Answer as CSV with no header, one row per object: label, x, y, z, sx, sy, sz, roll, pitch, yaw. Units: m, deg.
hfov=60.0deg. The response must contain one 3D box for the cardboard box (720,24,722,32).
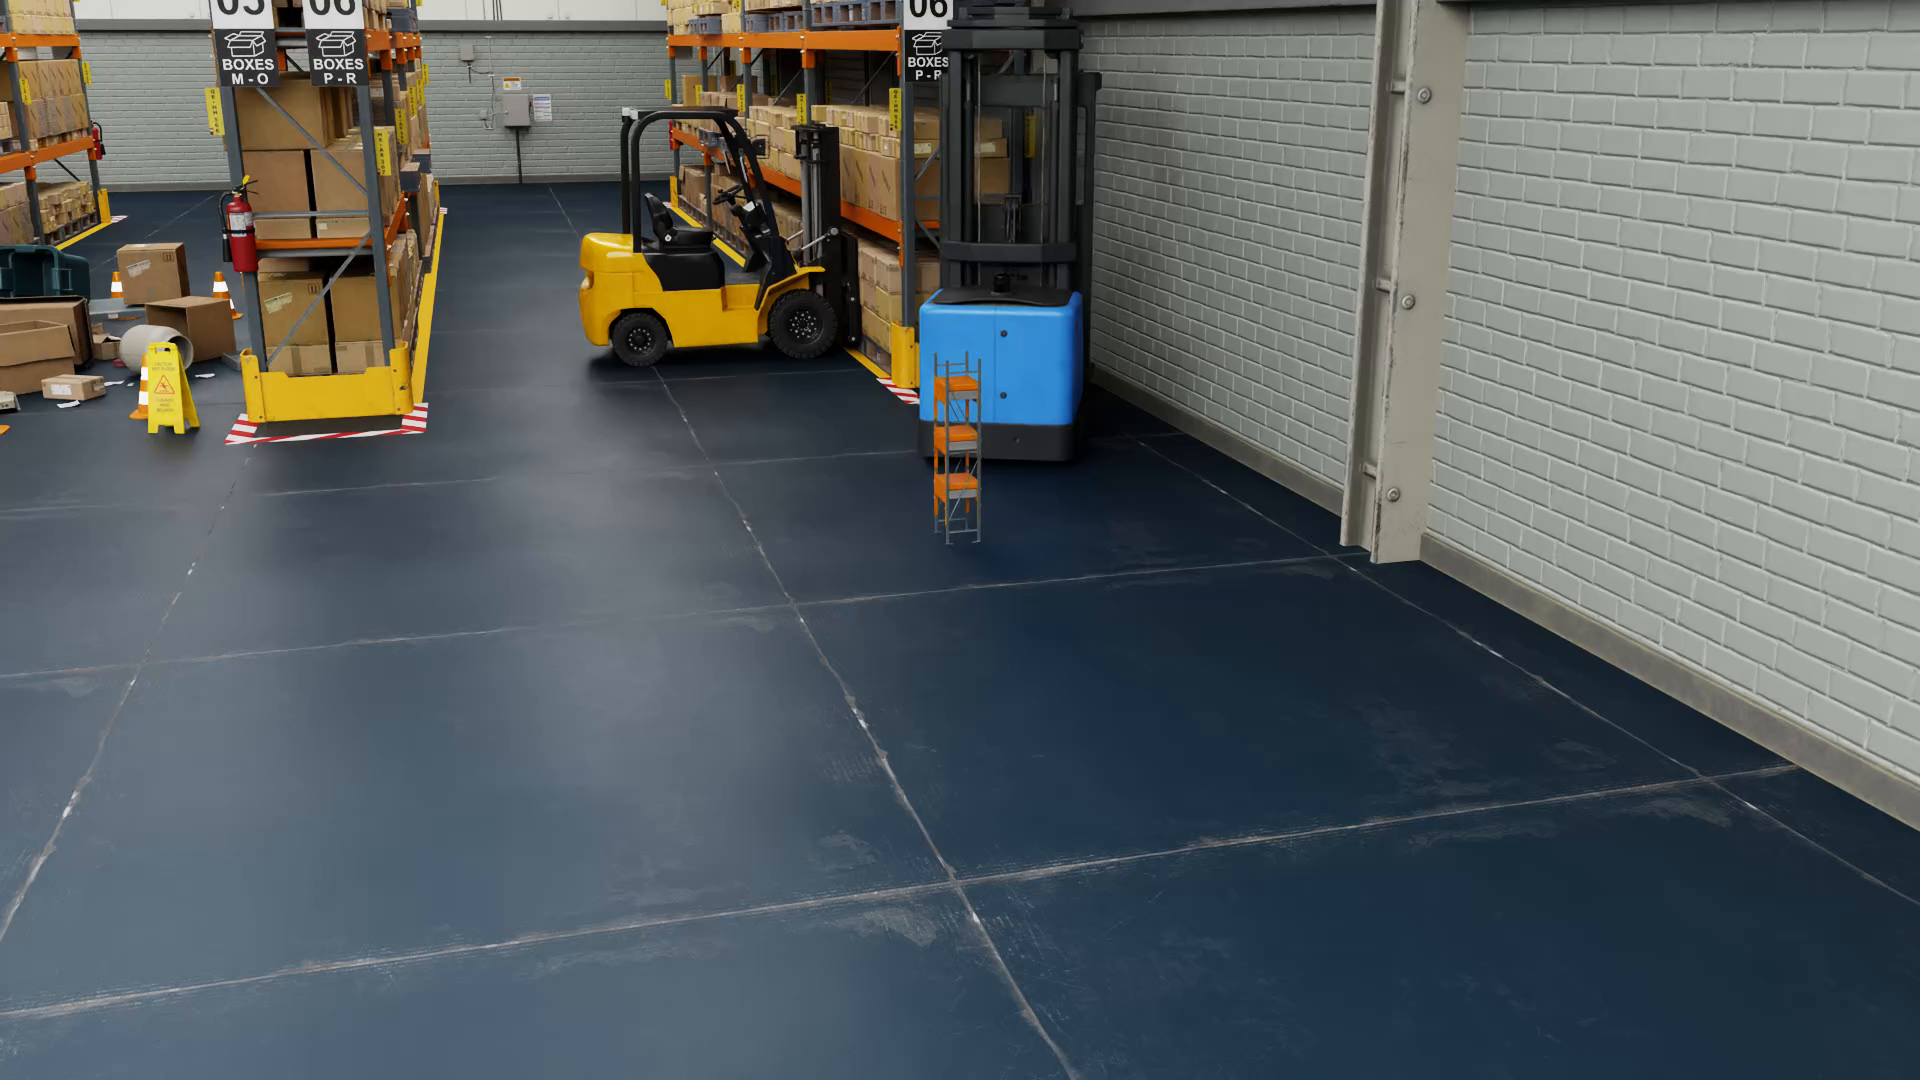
cardboard box,-3.661,-7.482,24.370,0.380,0.149,0.250,-5,17,-16

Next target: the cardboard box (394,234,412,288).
cardboard box,-5.431,-2.585,15.588,0.500,0.500,0.500,-5,17,-16

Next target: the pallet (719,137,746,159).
pallet,-2.433,-5.074,21.462,1.213,0.211,1.003,-5,17,-15

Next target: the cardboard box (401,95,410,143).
cardboard box,-6.117,-4.445,17.615,0.500,0.500,0.500,-5,18,-18

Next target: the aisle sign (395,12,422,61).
aisle sign,-8.871,-8.092,26.659,0.394,0.787,0.004,-5,17,-15

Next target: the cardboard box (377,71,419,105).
cardboard box,-7.948,-6.374,23.546,0.500,0.500,0.500,-5,17,-15

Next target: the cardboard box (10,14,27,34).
cardboard box,-12.655,-6.791,21.892,0.500,0.250,0.500,-4,17,-12

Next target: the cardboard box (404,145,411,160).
cardboard box,-6.031,-4.105,17.611,0.380,0.149,0.250,-4,17,-13

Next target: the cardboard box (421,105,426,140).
cardboard box,-8.192,-6.172,24.613,0.500,0.500,0.500,-5,17,-15

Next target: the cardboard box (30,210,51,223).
cardboard box,-12.573,-4.381,22.531,0.380,0.149,0.250,-4,17,-13

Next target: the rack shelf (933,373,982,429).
rack shelf,-0.015,-0.779,9.272,0.215,0.259,0.240,-5,17,-15

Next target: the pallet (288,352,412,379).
pallet,-4.962,-1.290,13.380,1.003,0.211,1.213,-5,17,-15

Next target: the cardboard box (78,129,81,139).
cardboard box,-13.487,-6.124,25.061,0.380,0.149,0.250,-5,17,-15

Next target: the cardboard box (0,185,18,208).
cardboard box,-12.205,-4.311,20.901,0.500,0.250,0.500,-4,17,-13

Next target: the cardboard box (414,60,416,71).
cardboard box,-8.138,-6.928,24.263,0.380,0.149,0.250,-5,17,-17

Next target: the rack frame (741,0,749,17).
rack frame,-2.179,-7.857,19.965,1.000,3.000,0.127,-5,17,-15

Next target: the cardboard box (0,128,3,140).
cardboard box,-12.343,-5.123,20.999,0.380,0.149,0.250,-5,17,-15

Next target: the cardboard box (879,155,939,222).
cardboard box,-0.368,-2.934,13.831,0.500,0.500,0.500,-5,17,-16

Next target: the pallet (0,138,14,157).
pallet,-12.711,-4.962,21.092,1.003,0.211,1.213,-5,17,-15

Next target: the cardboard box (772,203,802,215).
cardboard box,-1.834,-3.694,19.932,0.875,0.625,0.625,-4,17,-13

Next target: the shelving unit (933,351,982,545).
shelving unit,-0.015,-0.518,9.350,0.215,1.050,0.252,-5,17,-15

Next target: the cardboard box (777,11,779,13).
cardboard box,-2.102,-6.730,20.995,0.380,0.149,0.250,-5,17,-16

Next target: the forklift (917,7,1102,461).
forklift,0.431,-2.301,12.016,1.130,2.935,3.031,2,17,8

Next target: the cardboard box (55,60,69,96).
cardboard box,-13.225,-6.663,23.989,0.500,0.500,0.500,-4,17,-12

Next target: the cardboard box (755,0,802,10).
cardboard box,-1.979,-6.366,19.138,0.700,0.500,0.500,-5,17,-16

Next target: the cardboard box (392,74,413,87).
cardboard box,-7.259,-5.693,21.279,0.500,0.500,0.500,-4,17,-14

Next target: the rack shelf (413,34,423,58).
rack shelf,-8.599,-7.342,24.716,1.077,0.370,4.000,-5,17,-15

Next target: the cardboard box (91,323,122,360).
cardboard box,-7.691,-1.779,14.913,0.396,0.266,0.258,11,20,32

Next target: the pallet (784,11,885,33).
pallet,-1.335,-5.465,17.550,0.805,0.209,1.217,-5,18,-17

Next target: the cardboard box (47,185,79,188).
cardboard box,-13.274,-5.166,24.626,0.380,0.149,0.250,-5,18,-17

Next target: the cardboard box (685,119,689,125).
cardboard box,-4.070,-6.701,26.290,0.500,0.250,0.500,-5,17,-17

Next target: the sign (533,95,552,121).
sign,-8.243,-8.537,32.825,0.329,0.494,0.001,-5,17,-15

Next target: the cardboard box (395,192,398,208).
cardboard box,-5.187,-3.018,14.721,0.380,0.149,0.250,-5,17,-16

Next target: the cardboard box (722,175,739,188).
cardboard box,-3.204,-5.144,23.849,0.380,0.149,0.250,-6,18,-18

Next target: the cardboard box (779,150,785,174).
cardboard box,-1.720,-4.202,18.489,0.500,0.250,0.500,-5,17,-15

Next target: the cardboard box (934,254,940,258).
cardboard box,0.069,-2.282,14.145,0.500,0.250,0.500,-5,17,-16

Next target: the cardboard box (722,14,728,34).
cardboard box,-2.830,-6.748,21.751,0.500,0.250,0.500,-5,17,-15

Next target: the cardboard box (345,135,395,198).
cardboard box,-5.050,-3.144,14.015,0.500,0.500,0.500,-5,17,-16

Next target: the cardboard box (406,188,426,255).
cardboard box,-7.060,-3.971,20.422,0.875,0.875,0.875,-5,17,-16

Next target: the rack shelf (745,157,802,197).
rack shelf,-1.629,-4.086,19.090,1.077,0.370,4.000,-5,17,-15

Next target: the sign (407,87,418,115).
sign,-6.431,-5.152,19.515,0.100,0.325,0.005,-5,17,-15

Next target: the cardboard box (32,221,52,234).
cardboard box,-12.573,-4.239,22.576,0.380,0.149,0.250,-5,18,-18

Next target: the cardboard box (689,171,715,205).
cardboard box,-4.054,-5.630,26.596,0.500,0.500,0.500,-4,17,-14

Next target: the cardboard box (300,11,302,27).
cardboard box,-5.578,-4.267,13.666,0.380,0.149,0.250,-5,17,-15

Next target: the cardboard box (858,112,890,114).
cardboard box,-0.709,-3.778,14.996,0.380,0.149,0.250,-4,17,-14

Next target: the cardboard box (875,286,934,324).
cardboard box,-0.415,-2.004,14.091,0.500,0.250,0.500,-5,17,-16

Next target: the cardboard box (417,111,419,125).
cardboard box,-7.550,-5.624,22.351,0.500,0.250,0.500,-4,17,-14

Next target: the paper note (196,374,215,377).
paper note,-6.368,-1.394,14.040,0.142,0.019,0.148,-12,20,-34

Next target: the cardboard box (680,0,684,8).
cardboard box,-4.074,-8.380,25.797,0.500,0.250,0.500,-4,17,-14

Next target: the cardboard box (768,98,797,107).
cardboard box,-2.170,-5.387,21.269,0.500,0.500,0.500,-4,17,-13

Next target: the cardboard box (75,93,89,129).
cardboard box,-13.510,-6.470,25.086,0.500,0.500,0.500,-4,17,-14

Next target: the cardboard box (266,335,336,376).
cardboard box,-5.239,-1.470,13.183,0.500,0.250,0.500,-5,17,-16

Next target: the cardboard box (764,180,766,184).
cardboard box,-2.628,-5.037,23.496,0.380,0.149,0.250,-4,17,-14

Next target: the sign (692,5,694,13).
sign,-3.798,-7.729,23.856,0.100,0.325,0.005,-5,17,-15

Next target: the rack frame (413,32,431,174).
rack frame,-9.149,-6.803,26.885,1.000,3.000,0.127,-5,17,-15

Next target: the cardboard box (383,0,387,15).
cardboard box,-5.471,-4.890,15.045,0.500,0.250,0.500,-5,17,-16

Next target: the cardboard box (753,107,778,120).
cardboard box,-2.300,-5.157,20.104,0.380,0.149,0.250,-4,17,-14

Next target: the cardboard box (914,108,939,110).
cardboard box,-0.406,-4.031,15.840,0.380,0.149,0.250,-5,17,-16
